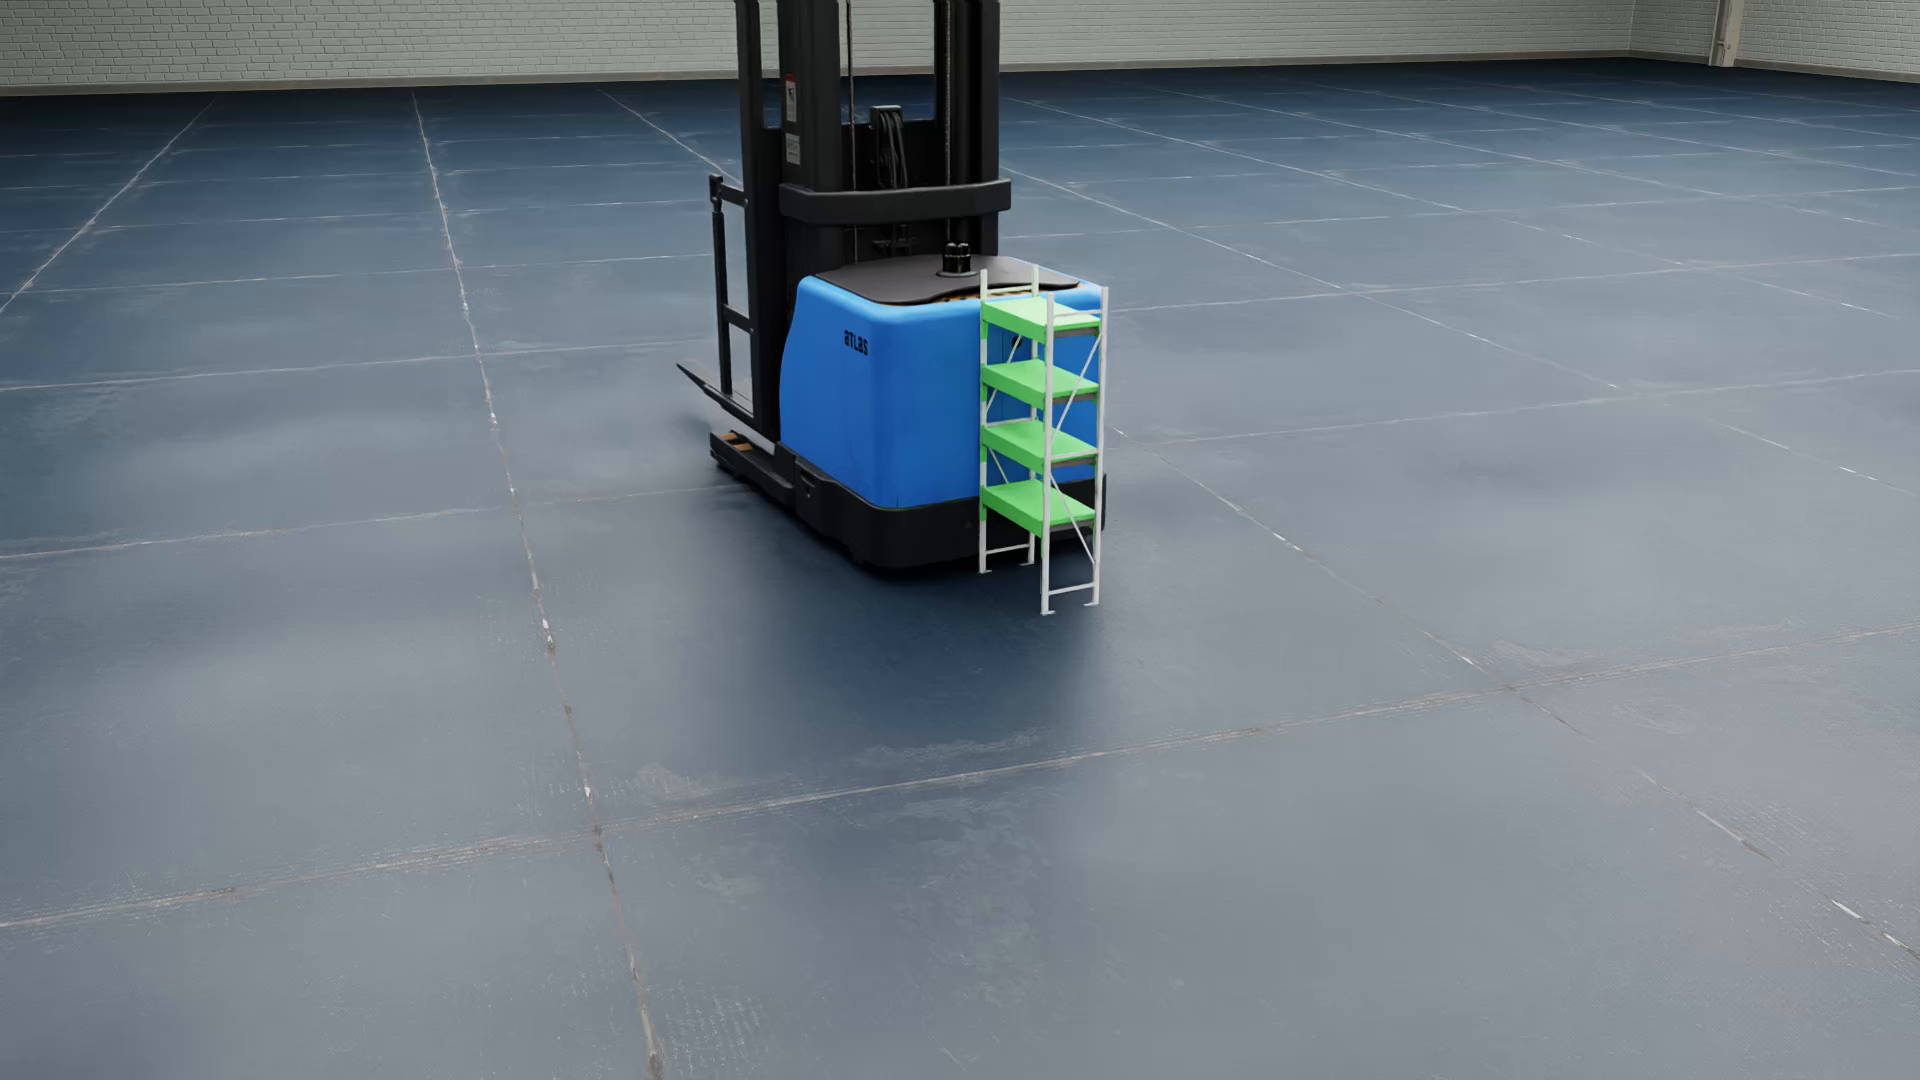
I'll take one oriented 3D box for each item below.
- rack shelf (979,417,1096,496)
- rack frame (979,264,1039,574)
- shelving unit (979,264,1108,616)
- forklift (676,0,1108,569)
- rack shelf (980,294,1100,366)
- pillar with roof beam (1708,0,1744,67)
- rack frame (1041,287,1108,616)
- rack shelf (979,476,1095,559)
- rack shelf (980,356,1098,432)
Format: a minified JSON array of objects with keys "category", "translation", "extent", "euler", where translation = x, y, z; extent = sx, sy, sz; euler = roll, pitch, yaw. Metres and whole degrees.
[{"category":"rack shelf","translation":[0.298,-0.318,6.216],"extent":[0.258,0.148,0.480],"euler":[-10,22,-26]},{"category":"rack frame","translation":[0.186,-0.452,6.399],"extent":[0.240,1.200,0.015],"euler":[-10,22,-26]},{"category":"shelving unit","translation":[0.298,-0.378,6.195],"extent":[0.258,1.200,0.503],"euler":[-10,22,-26]},{"category":"forklift","translation":[-0.527,-1.724,7.380],"extent":[1.130,2.935,3.031],"euler":[-10,22,-26]},{"category":"rack shelf","translation":[0.298,-0.770,6.054],"extent":[0.258,0.148,0.480],"euler":[-10,22,-26]},{"category":"pillar with roof beam","translation":[11.267,-13.340,30.743],"extent":[9.100,9.000,0.400],"euler":[-6,21,-17]},{"category":"rack frame","translation":[0.410,-0.305,5.991],"extent":[0.240,1.200,0.015],"euler":[-10,22,-26]},{"category":"rack shelf","translation":[0.298,-0.092,6.298],"extent":[0.258,0.148,0.480],"euler":[-10,22,-26]},{"category":"rack shelf","translation":[0.298,-0.544,6.135],"extent":[0.258,0.148,0.480],"euler":[-10,22,-26]}]
